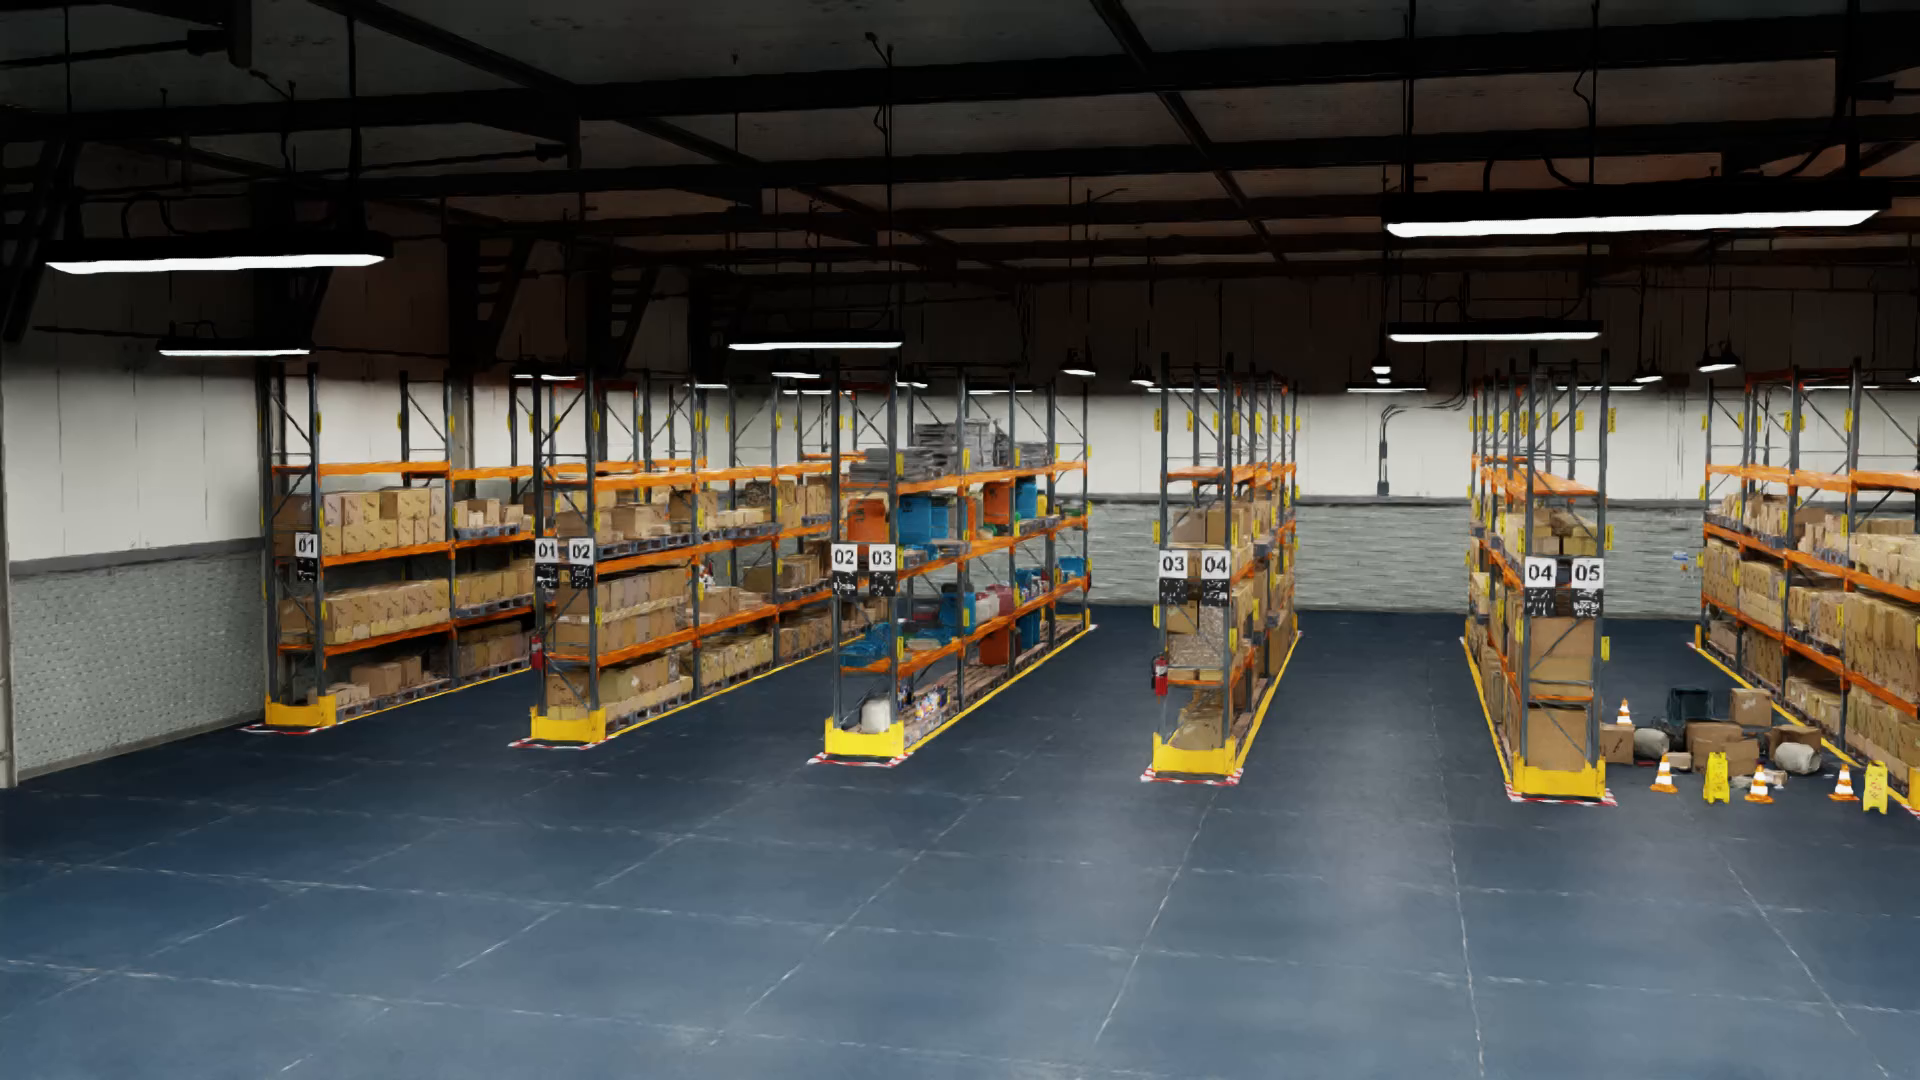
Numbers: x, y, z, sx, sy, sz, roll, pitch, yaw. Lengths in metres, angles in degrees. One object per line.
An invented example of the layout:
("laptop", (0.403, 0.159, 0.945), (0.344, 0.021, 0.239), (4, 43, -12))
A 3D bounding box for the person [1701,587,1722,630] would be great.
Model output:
("person", (18.071, 1.302, 39.841), (0.525, 1.764, 0.688), (-1, 4, -20))

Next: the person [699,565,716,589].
("person", (-6.170, 1.396, 39.955), (0.625, 1.611, 0.582), (1, 4, 12))
